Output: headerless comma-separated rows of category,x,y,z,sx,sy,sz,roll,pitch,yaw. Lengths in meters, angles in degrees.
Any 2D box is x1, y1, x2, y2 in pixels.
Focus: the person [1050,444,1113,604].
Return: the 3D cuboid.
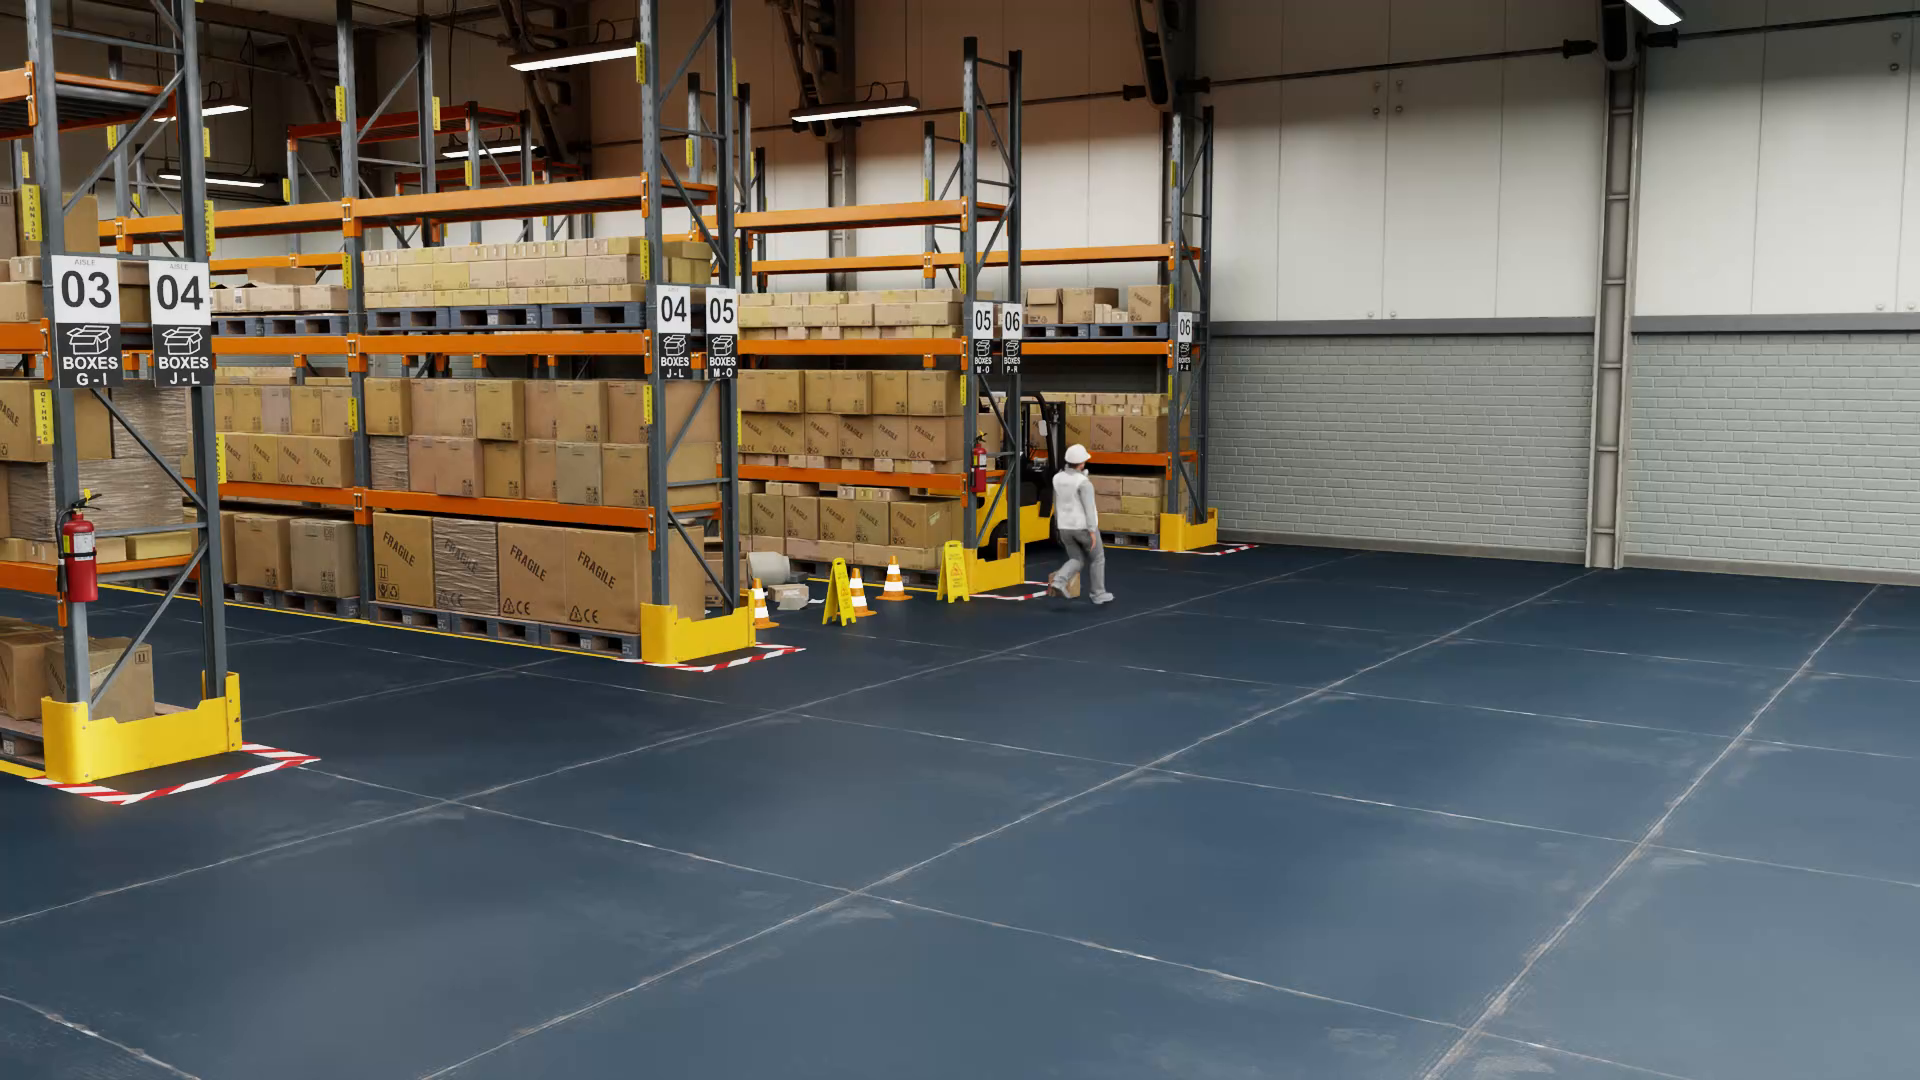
person,1.296,-0.160,17.411,0.587,1.701,0.842,6,8,42
